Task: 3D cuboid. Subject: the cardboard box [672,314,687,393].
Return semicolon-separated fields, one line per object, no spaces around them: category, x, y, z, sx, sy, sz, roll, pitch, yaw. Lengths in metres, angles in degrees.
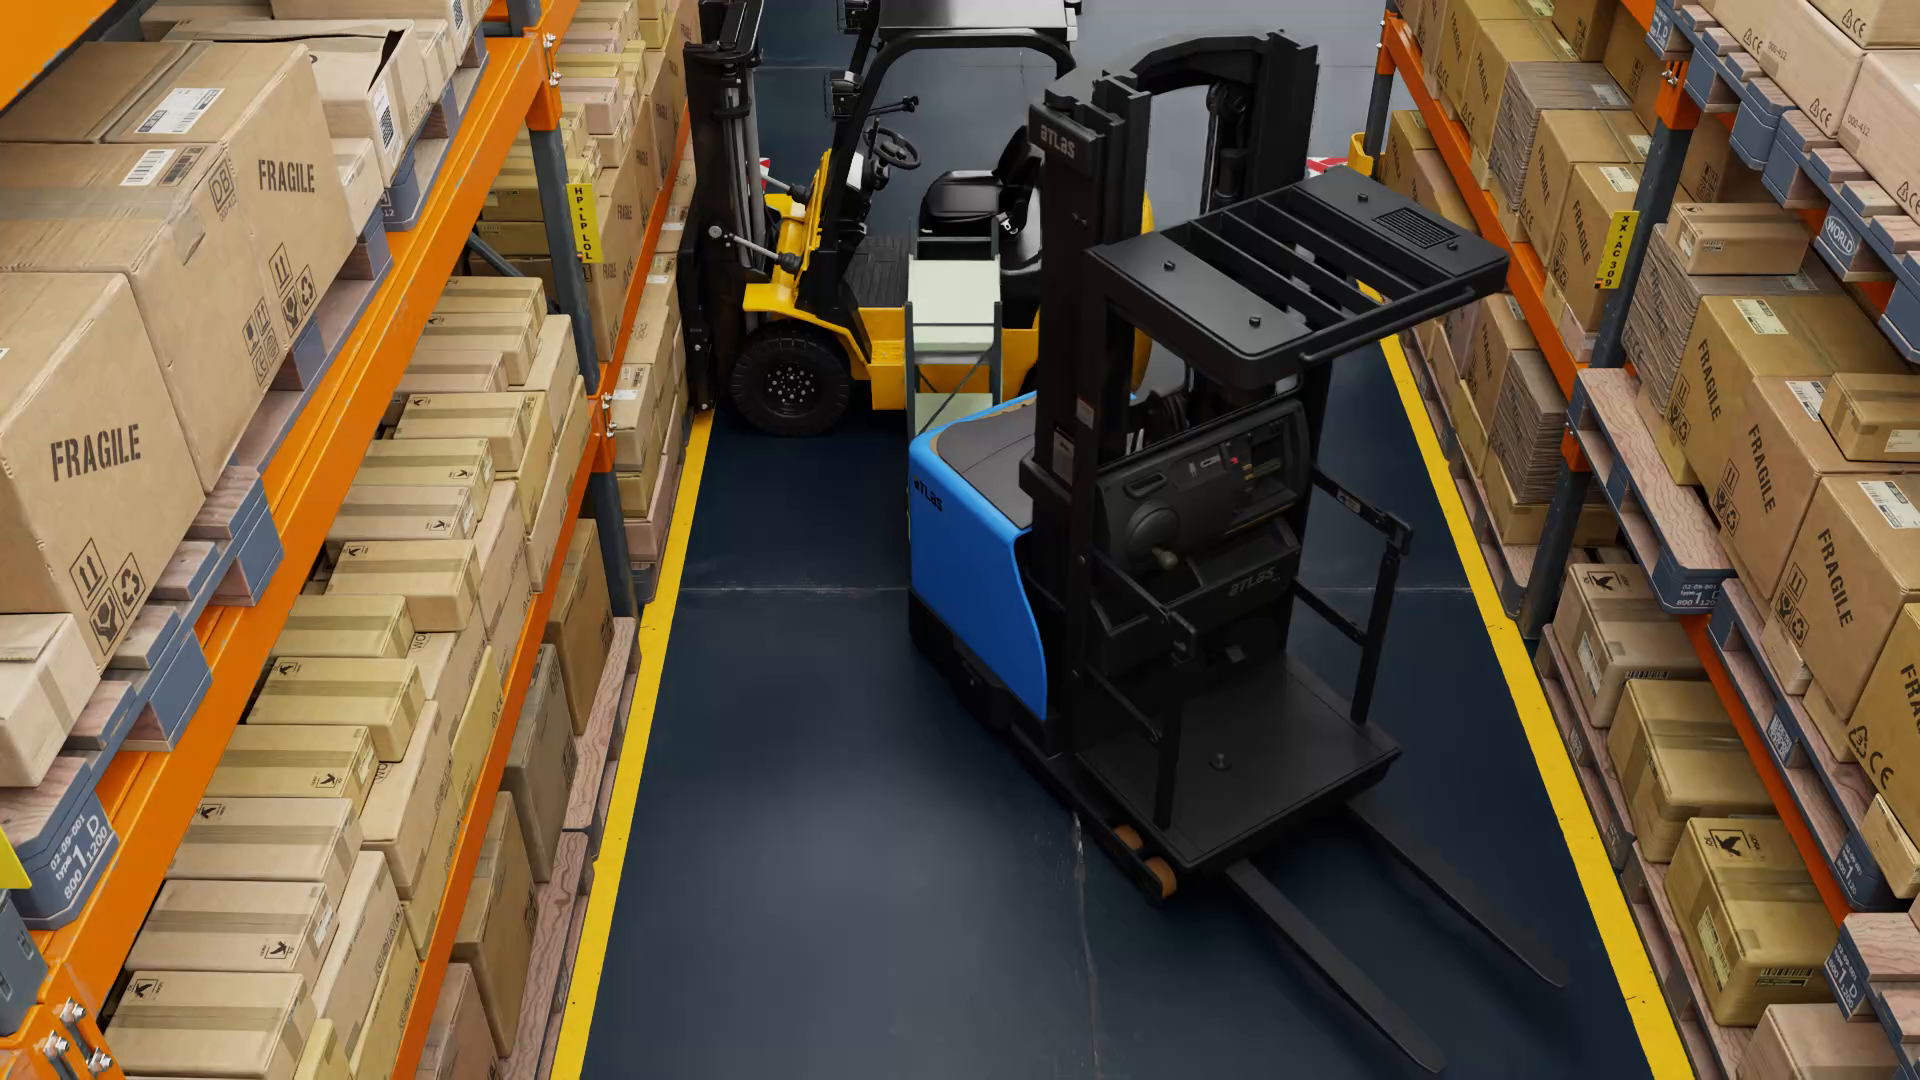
cardboard box;-1.628;-0.970;8.271;0.500;0.250;0.500;0;39;0

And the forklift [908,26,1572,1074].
forklift;1.004;-0.122;5.804;1.130;2.935;3.031;-22;44;-26

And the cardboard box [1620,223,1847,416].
cardboard box;2.732;-0.784;5.921;0.500;0.500;0.500;1;39;1

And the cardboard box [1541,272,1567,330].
cardboard box;2.706;-1.017;7.067;0.380;0.149;0.250;1;39;1

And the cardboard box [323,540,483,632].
cardboard box;-1.614;0.134;4.831;0.380;0.149;0.250;-1;39;-1

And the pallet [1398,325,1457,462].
pallet;2.978;-0.855;8.894;1.003;0.211;1.213;0;39;0

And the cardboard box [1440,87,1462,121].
cardboard box;2.729;-2.305;8.674;0.380;0.149;0.250;1;39;1

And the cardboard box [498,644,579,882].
cardboard box;-1.940;0.822;6.134;0.875;0.625;0.625;0;39;0

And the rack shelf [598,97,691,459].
rack shelf;-1.947;-1.722;8.321;1.077;0.370;4.000;0;39;0

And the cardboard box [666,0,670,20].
cardboard box;-1.664;-2.685;8.349;0.380;0.149;0.250;-1;39;-2

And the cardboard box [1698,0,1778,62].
cardboard box;2.618;-1.669;5.064;0.500;0.250;0.500;-1;39;-1

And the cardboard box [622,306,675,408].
cardboard box;-1.622;-0.856;7.728;0.500;0.250;0.500;0;39;0

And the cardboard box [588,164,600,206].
cardboard box;-1.684;-1.406;6.753;0.380;0.149;0.250;1;39;1

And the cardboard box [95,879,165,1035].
cardboard box;-2.221;1.012;4.054;0.500;0.250;0.500;0;39;0

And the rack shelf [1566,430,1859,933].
rack shelf;3.021;0.773;5.207;1.077;0.370;4.000;0;39;0

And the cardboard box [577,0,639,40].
cardboard box;-1.731;-2.479;7.854;0.380;0.149;0.250;0;39;1

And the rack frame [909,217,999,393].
rack frame;-0.026;-0.844;7.849;0.400;1.500;0.023;0;39;0

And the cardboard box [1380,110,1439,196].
cardboard box;2.739;-2.124;9.510;0.500;0.500;0.500;-1;39;-2

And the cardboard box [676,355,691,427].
cardboard box;-1.647;-0.785;8.439;0.500;0.250;0.500;1;39;1

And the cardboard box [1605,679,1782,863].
cardboard box;3.026;0.881;6.263;0.950;0.372;0.625;2;39;3

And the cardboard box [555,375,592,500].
cardboard box;-1.683;-0.379;6.190;0.500;0.250;0.500;1;39;1

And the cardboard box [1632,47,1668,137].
cardboard box;3.256;-1.898;6.848;0.700;0.500;0.500;0;39;0

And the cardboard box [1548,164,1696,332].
cardboard box;2.769;-1.191;6.765;0.500;0.500;0.500;-1;39;-1

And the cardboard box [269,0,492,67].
cardboard box;-1.700;-1.639;4.898;0.500;0.311;0.500;-1;39;-1

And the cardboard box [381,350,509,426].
cardboard box;-1.757;-0.517;5.643;0.380;0.149;0.250;0;39;0

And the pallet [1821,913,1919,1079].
pallet;2.916;1.372;4.038;1.213;0.211;1.003;0;39;0

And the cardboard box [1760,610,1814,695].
cardboard box;2.677;0.337;5.042;0.380;0.149;0.250;1;39;2

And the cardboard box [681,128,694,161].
cardboard box;-1.631;-2.128;9.315;0.500;0.250;0.500;1;39;1

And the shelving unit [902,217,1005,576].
shelving unit;-0.027;-0.615;7.563;0.431;1.500;0.755;0;39;0

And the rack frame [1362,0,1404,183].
rack frame;3.014;-3.260;9.665;1.000;3.000;0.127;0;39;0

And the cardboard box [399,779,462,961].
cardboard box;-1.700;0.893;4.602;0.500;0.250;0.500;-1;39;-2

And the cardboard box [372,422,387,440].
cardboard box;-2.210;-0.257;5.638;0.500;0.250;0.500;0;39;-1

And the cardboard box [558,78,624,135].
cardboard box;-1.646;-1.844;7.062;0.380;0.149;0.250;1;39;1

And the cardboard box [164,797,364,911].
cardboard box;-1.687;0.766;4.042;0.380;0.149;0.250;0;39;0

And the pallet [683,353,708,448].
pallet;-1.908;-0.927;8.983;1.003;0.211;1.213;0;39;0

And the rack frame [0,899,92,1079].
rack frame;-1.940;1.749;3.414;1.000;3.000;0.127;0;39;0

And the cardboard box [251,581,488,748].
cardboard box;-1.704;0.375;4.849;0.500;0.250;0.500;0;39;1

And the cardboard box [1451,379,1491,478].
cardboard box;2.739;-0.552;8.148;0.500;0.250;0.500;-1;39;-1

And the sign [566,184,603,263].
sign;-1.402;-1.180;6.207;0.100;0.325;0.005;0;39;0

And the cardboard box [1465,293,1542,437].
cardboard box;2.747;-0.830;7.896;0.500;0.500;0.500;1;39;1

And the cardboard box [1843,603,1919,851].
cardboard box;2.731;0.501;4.318;0.500;0.500;0.500;-3;39;-3

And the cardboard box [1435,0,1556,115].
cardboard box;2.743;-2.476;8.369;0.500;0.500;0.500;-1;39;-1

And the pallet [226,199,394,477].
pallet;-2.035;-0.472;3.938;1.003;0.211;1.213;2;39;2

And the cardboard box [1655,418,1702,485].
cardboard box;2.695;-0.322;5.864;0.380;0.149;0.250;1;39;1

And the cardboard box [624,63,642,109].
cardboard box;-1.655;-2.045;7.549;0.380;0.149;0.250;-1;39;-1

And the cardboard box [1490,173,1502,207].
cardboard box;2.739;-1.656;7.865;0.380;0.149;0.250;-1;39;-1

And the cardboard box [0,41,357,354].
cardboard box;-1.699;-0.753;3.642;0.500;0.500;0.500;1;39;1

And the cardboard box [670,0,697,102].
cardboard box;-1.695;-2.661;8.837;0.500;0.500;0.500;1;39;1

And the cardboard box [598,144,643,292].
cardboard box;-1.702;-1.395;7.257;0.500;0.500;0.500;1;39;1
